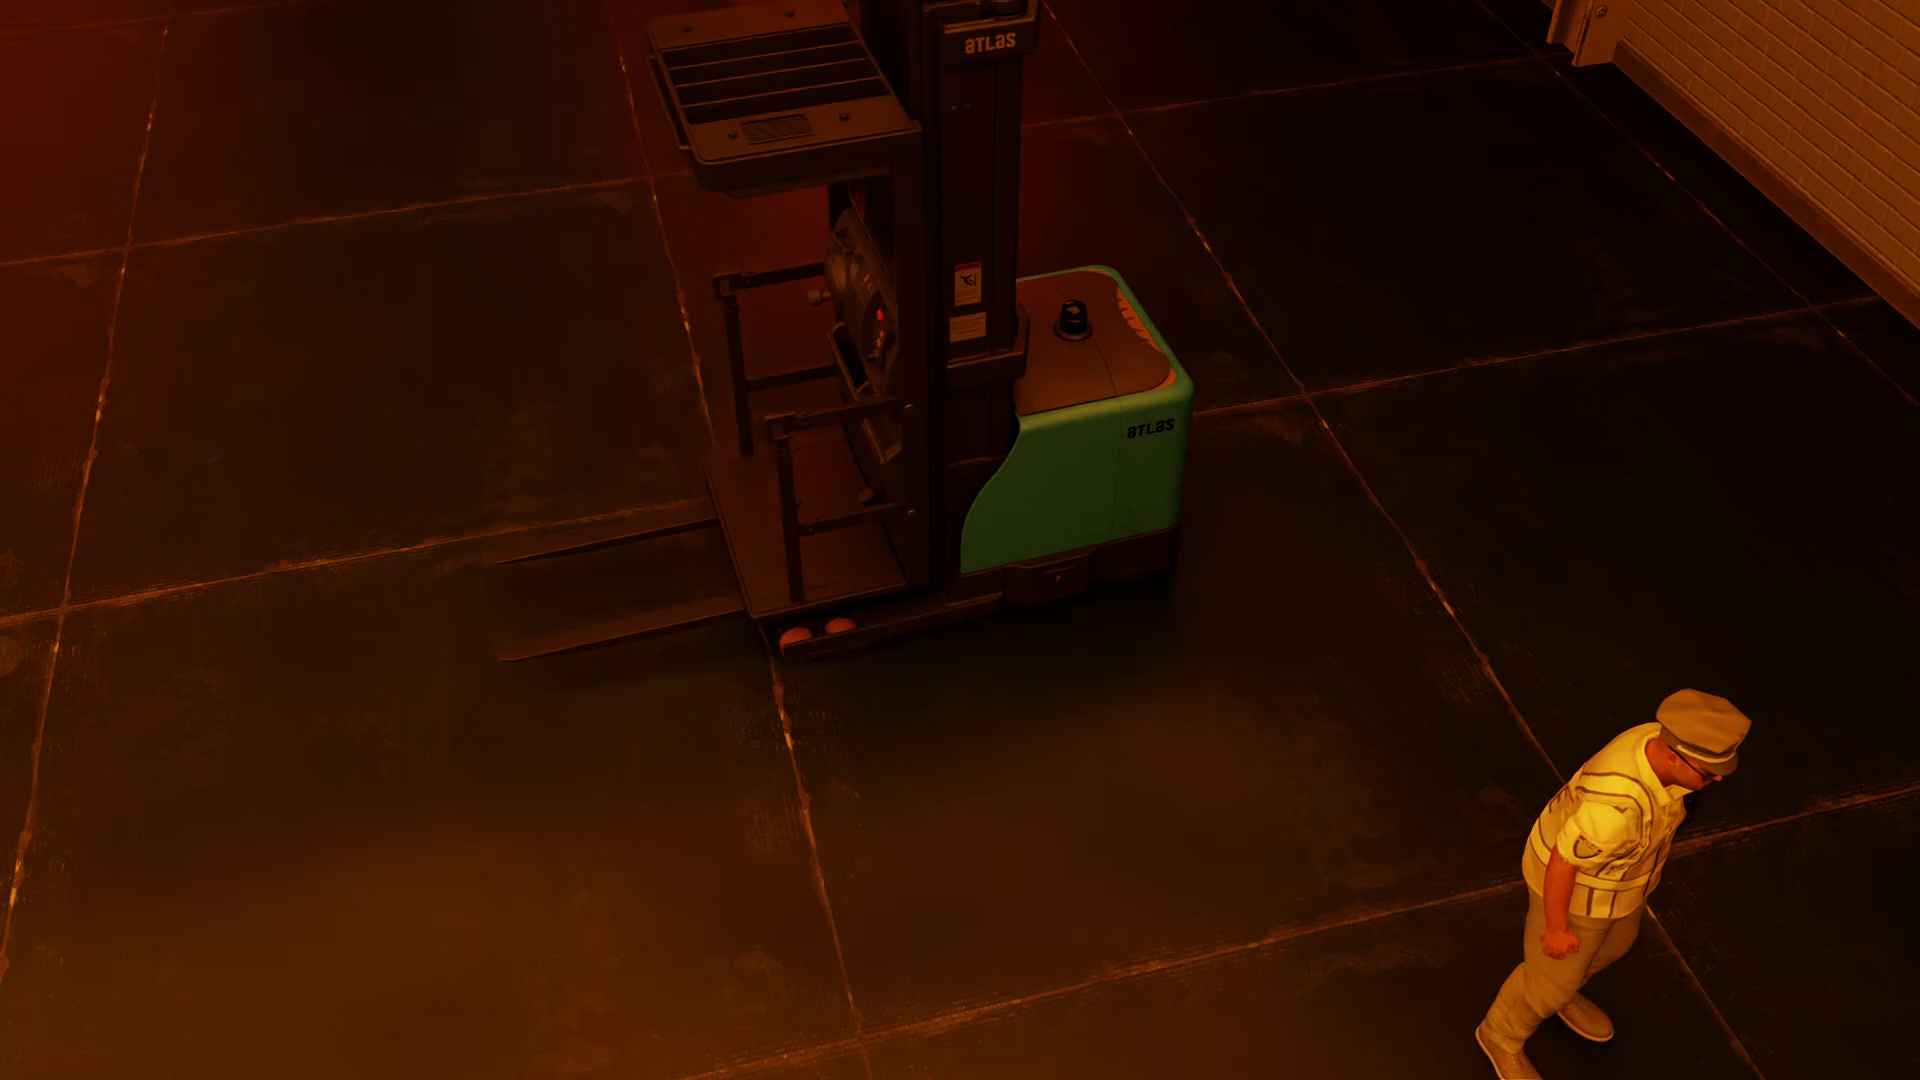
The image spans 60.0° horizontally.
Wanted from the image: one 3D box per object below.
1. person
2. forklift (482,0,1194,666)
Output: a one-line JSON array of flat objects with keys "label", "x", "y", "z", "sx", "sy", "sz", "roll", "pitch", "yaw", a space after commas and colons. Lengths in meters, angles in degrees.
[{"label": "person", "x": 2.049, "y": 1.093, "z": 5.350, "sx": 0.585, "sy": 1.747, "sz": 0.439, "roll": -30, "pitch": 51, "yaw": -28}, {"label": "forklift", "x": -0.581, "y": -0.933, "z": 6.632, "sx": 3.031, "sy": 2.935, "sz": 1.130, "roll": -12, "pitch": 45, "yaw": -13}]
